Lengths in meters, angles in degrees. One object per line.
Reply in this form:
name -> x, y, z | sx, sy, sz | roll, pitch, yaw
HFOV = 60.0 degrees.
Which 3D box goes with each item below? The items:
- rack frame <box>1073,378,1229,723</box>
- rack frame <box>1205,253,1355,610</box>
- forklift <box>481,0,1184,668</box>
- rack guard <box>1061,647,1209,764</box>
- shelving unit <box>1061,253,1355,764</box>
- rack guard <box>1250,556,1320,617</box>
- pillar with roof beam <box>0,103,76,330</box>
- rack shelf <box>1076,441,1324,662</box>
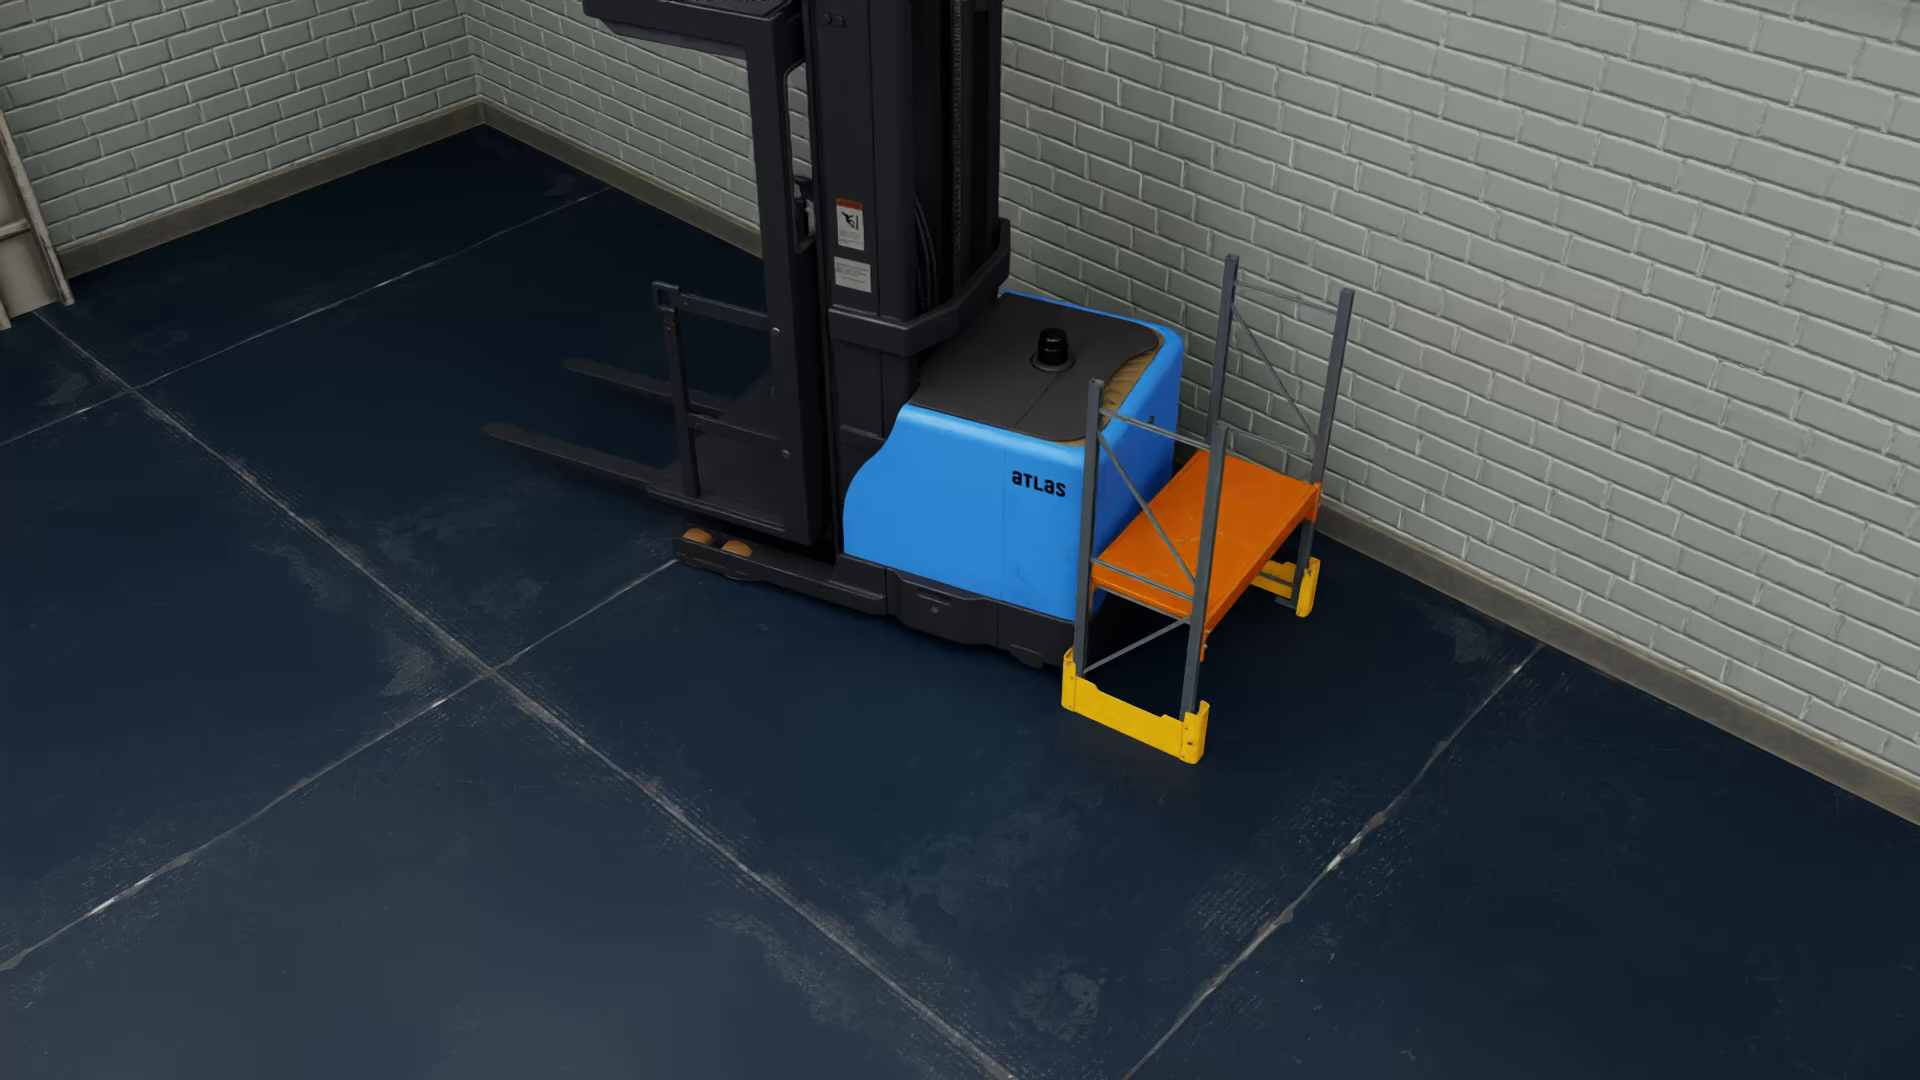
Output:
rack frame -> 0.642, 0.142, 5.866 | 0.500, 1.500, 0.032 | 22, 44, 25
rack frame -> 1.201, -0.387, 6.531 | 0.500, 1.500, 0.032 | 22, 44, 25
forklift -> -0.659, -1.258, 6.478 | 3.031, 2.935, 1.130 | 16, 41, 19
rack guard -> 0.653, 0.621, 6.268 | 0.587, 0.250, 0.087 | 22, 44, 25
shelving unit -> 0.926, -0.127, 6.205 | 0.587, 1.500, 1.083 | 22, 44, 25
rack guard -> 1.200, 0.103, 6.919 | 0.587, 0.250, 0.087 | 22, 44, 25
pillar with roof beam -> -1.768, -2.953, 3.734 | 9.100, 9.000, 0.400 | 30, 47, 32
rack shelf -> 0.921, 0.019, 6.311 | 0.538, 0.185, 1.000 | 22, 44, 25
